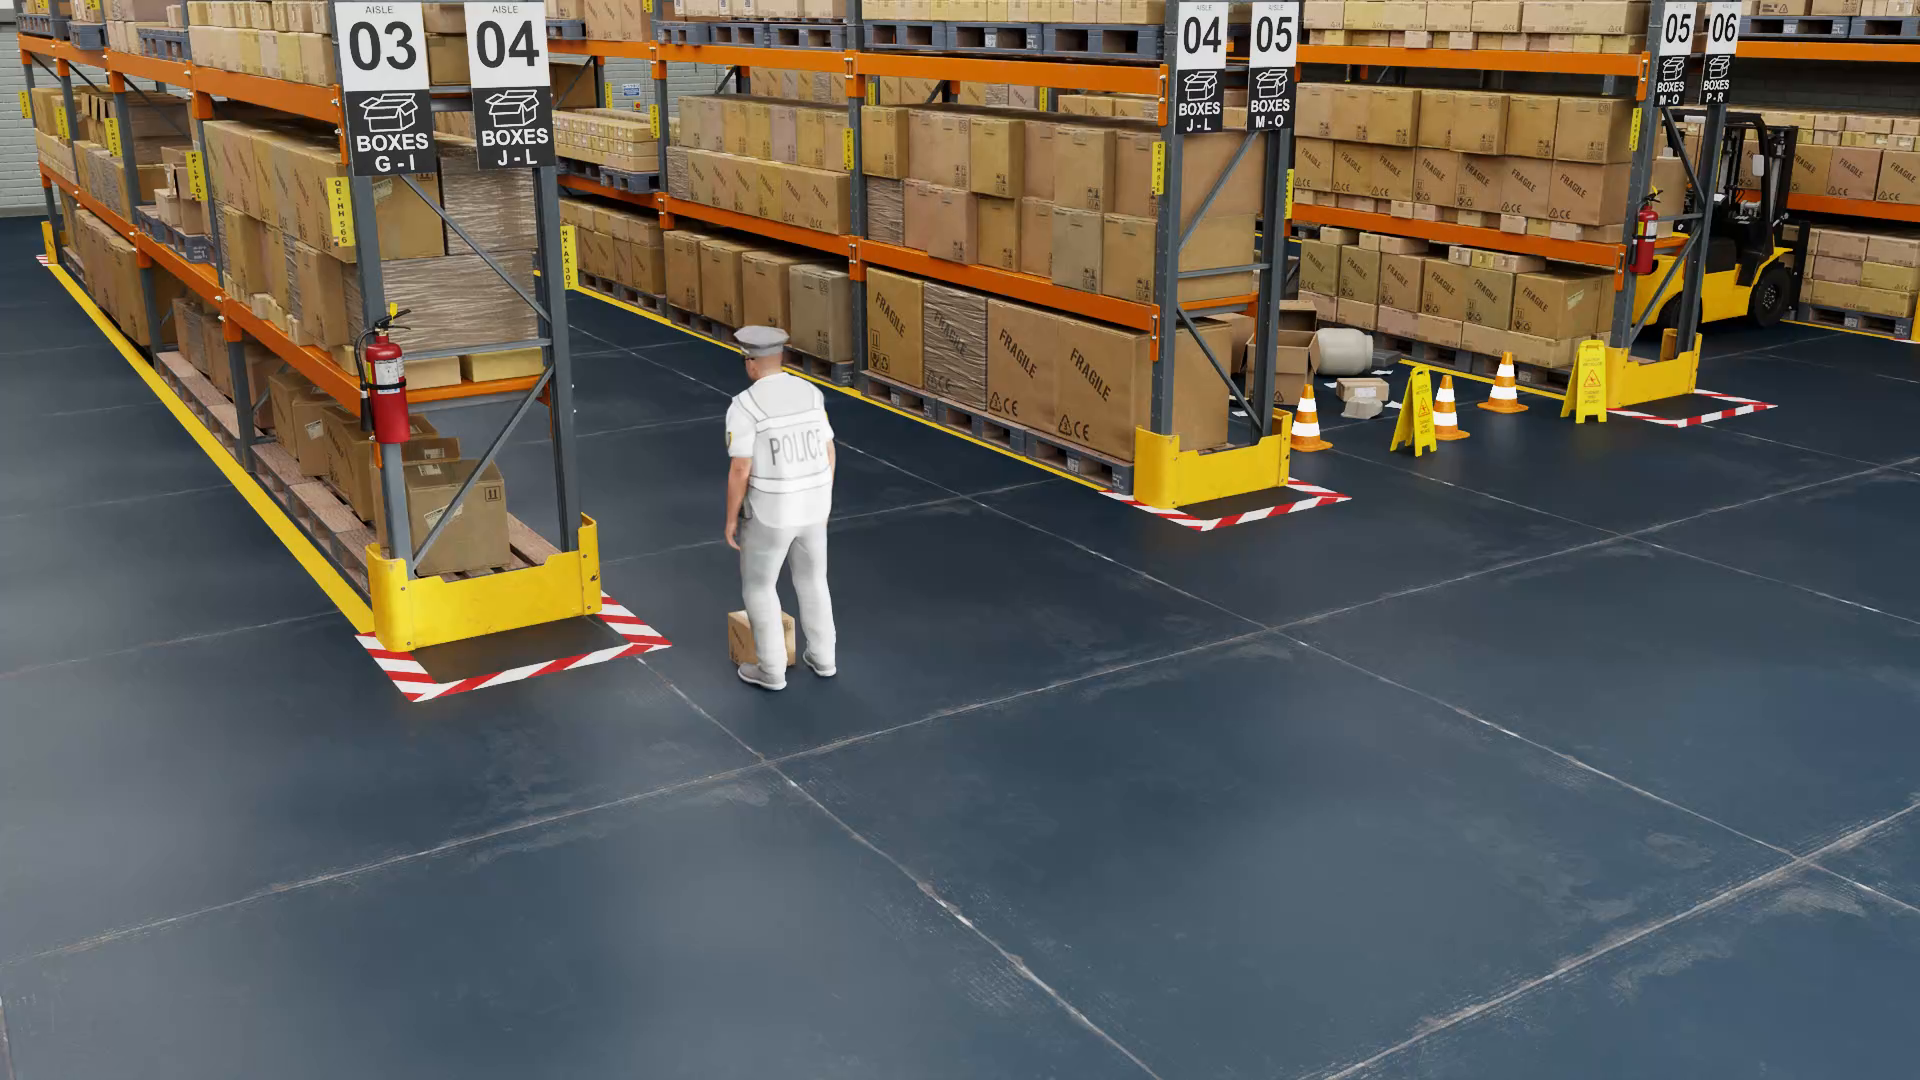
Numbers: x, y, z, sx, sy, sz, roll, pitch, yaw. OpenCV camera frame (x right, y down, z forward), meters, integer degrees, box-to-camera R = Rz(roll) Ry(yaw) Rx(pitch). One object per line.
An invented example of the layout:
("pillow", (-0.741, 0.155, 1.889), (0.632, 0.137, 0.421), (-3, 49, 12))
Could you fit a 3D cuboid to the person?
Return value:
("person", (-0.849, -0.141, 7.978), (0.604, 1.747, 0.437), (-13, 22, -35))
